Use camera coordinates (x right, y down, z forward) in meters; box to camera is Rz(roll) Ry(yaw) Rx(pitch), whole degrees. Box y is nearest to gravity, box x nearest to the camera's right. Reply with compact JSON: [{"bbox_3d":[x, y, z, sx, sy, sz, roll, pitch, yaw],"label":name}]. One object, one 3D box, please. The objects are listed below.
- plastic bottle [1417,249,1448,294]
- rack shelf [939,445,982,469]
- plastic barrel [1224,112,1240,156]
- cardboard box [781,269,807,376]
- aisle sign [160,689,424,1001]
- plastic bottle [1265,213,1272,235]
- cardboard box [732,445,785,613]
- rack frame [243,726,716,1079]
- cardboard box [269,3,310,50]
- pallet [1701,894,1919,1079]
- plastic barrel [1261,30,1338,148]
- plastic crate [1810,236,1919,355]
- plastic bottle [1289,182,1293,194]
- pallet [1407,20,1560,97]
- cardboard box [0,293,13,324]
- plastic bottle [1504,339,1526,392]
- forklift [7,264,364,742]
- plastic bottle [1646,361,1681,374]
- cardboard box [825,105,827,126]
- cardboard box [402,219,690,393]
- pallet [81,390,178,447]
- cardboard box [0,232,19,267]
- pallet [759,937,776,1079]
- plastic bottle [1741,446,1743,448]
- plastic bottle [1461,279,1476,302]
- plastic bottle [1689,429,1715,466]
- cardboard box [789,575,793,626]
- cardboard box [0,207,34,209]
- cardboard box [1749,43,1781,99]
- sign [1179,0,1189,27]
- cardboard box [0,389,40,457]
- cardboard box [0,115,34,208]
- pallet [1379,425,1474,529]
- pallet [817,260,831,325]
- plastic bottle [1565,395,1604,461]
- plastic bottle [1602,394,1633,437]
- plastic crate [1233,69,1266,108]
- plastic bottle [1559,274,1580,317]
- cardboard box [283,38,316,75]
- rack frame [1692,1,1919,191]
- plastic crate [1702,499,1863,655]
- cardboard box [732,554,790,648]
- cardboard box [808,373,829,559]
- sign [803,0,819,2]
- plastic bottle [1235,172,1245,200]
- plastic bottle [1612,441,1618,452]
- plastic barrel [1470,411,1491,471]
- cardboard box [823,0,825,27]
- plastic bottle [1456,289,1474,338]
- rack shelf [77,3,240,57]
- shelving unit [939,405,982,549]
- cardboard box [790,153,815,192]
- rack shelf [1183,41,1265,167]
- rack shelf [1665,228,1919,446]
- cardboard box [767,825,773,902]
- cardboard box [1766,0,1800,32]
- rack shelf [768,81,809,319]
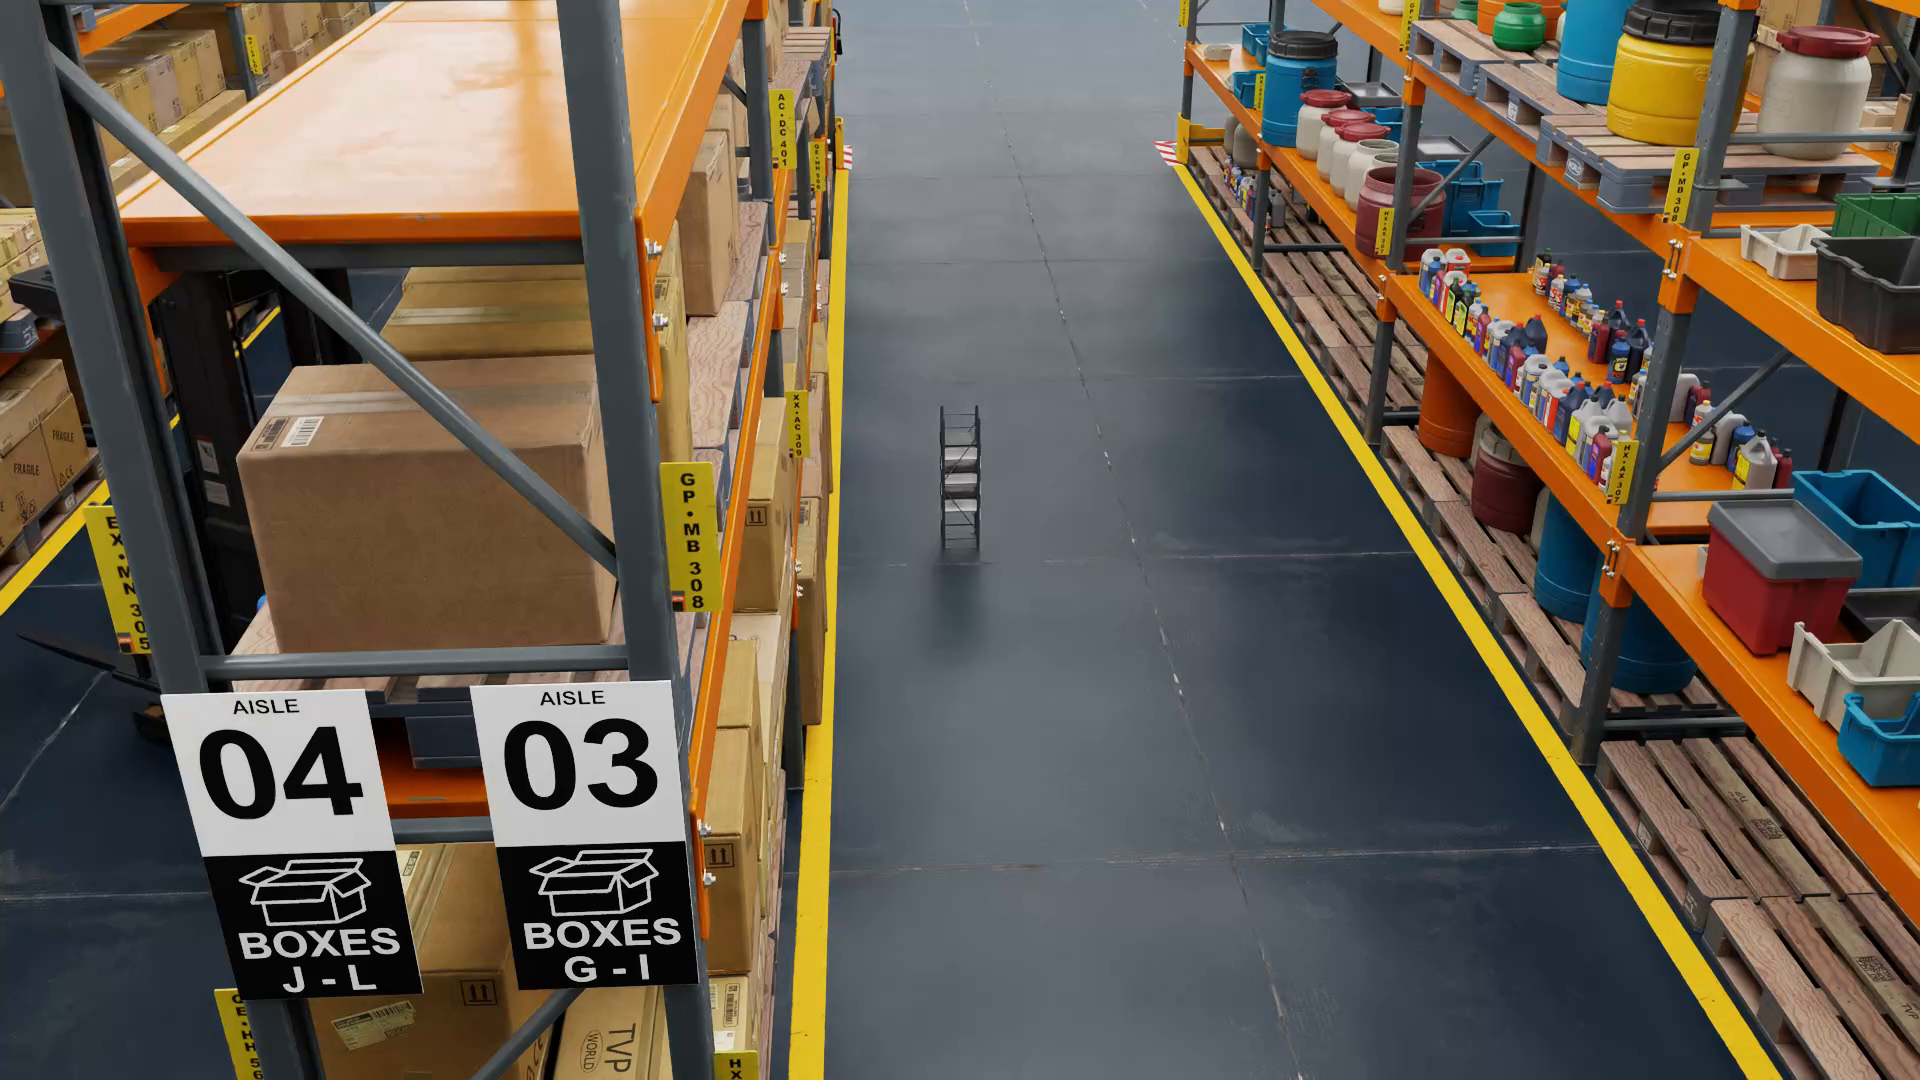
[{"bbox_3d":[3.153,-1.790,11.073,0.152,0.276,0.135,-1,28,-3],"label":"plastic bottle"},{"bbox_3d":[0.000,-0.525,10.467,0.258,0.077,0.200,-1,28,-3],"label":"rack shelf"},{"bbox_3d":[3.146,-4.529,18.425,0.421,0.512,0.421,0,28,0],"label":"plastic barrel"},{"bbox_3d":[-1.170,-1.286,9.863,0.500,0.500,0.500,-2,28,-4],"label":"cardboard box"},{"bbox_3d":[-1.371,0.649,3.451,0.394,0.787,0.004,-1,28,-3],"label":"aisle sign"},{"bbox_3d":[2.914,-3.015,15.837,0.097,0.201,0.097,0,28,0],"label":"plastic bottle"},{"bbox_3d":[-0.971,-0.047,6.626,0.500,0.500,0.500,-1,28,-2],"label":"cardboard box"},{"bbox_3d":[-1.076,1.761,4.130,1.000,3.000,0.127,-1,28,-3],"label":"rack frame"},{"bbox_3d":[-6.681,-4.928,15.625,0.875,0.550,0.550,-1,28,-3],"label":"cardboard box"},{"bbox_3d":[3.806,1.934,6.814,1.003,0.211,1.213,-1,28,-3],"label":"pallet"},{"bbox_3d":[2.962,-3.937,14.512,0.600,0.901,0.708,-1,28,-3],"label":"plastic barrel"},{"bbox_3d":[3.453,-0.898,6.125,0.497,0.269,0.590,-1,28,-3],"label":"plastic crate"},{"bbox_3d":[3.438,-3.672,17.096,0.097,0.201,0.097,0,28,0],"label":"plastic bottle"},{"bbox_3d":[3.395,-2.944,10.111,1.003,0.211,1.213,-1,28,-3],"label":"pallet"},{"bbox_3d":[-5.933,-1.370,9.950,0.380,0.149,0.250,-2,28,-3],"label":"cardboard box"},{"bbox_3d":[3.196,-1.005,9.559,0.061,0.283,0.133,-1,28,-3],"label":"plastic bottle"},{"bbox_3d":[-3.767,-0.426,8.398,3.031,2.935,1.130,12,30,22],"label":"forklift"},{"bbox_3d":[3.958,-0.908,9.382,0.152,0.276,0.135,-1,28,-3],"label":"plastic bottle"},{"bbox_3d":[-1.413,-3.892,15.240,0.380,0.149,0.250,-1,28,-3],"label":"cardboard box"},{"bbox_3d":[-1.141,-0.583,4.710,0.700,0.500,0.500,-3,28,-6],"label":"cardboard box"},{"bbox_3d":[-6.418,-0.990,12.420,1.003,0.211,1.213,-1,28,-3],"label":"pallet"},{"bbox_3d":[-5.944,-1.747,10.030,0.380,0.149,0.250,-1,28,-1],"label":"cardboard box"},{"bbox_3d":[-1.256,2.068,6.557,1.003,0.211,1.213,-1,28,-3],"label":"pallet"},{"bbox_3d":[4.037,-0.412,8.511,0.097,0.201,0.097,0,28,0],"label":"plastic bottle"},{"bbox_3d":[3.216,-1.522,10.564,0.097,0.271,0.097,0,28,0],"label":"plastic bottle"},{"bbox_3d":[3.875,-0.498,8.676,0.097,0.201,0.097,0,28,0],"label":"plastic bottle"},{"bbox_3d":[-0.928,0.277,7.247,0.380,0.149,0.250,-1,28,-2],"label":"cardboard box"},{"bbox_3d":[-6.206,-2.119,11.460,0.500,0.500,0.500,-1,28,-2],"label":"cardboard box"},{"bbox_3d":[8.127,-4.511,16.047,0.700,0.500,0.500,-2,28,-3],"label":"cardboard box"},{"bbox_3d":[2.486,-5.859,18.441,0.100,0.325,0.005,-1,28,-3],"label":"sign"},{"bbox_3d":[-6.117,-0.728,10.341,0.500,0.250,0.500,-1,28,-2],"label":"cardboard box"},{"bbox_3d":[-6.465,-2.556,11.217,0.700,0.500,0.500,-2,28,-3],"label":"cardboard box"},{"bbox_3d":[3.536,-0.454,11.391,1.003,0.211,1.213,-1,28,-3],"label":"pallet"},{"bbox_3d":[-1.660,-2.185,14.711,1.003,0.211,1.213,-1,28,-3],"label":"pallet"},{"bbox_3d":[3.287,-0.601,8.711,0.144,0.351,0.185,-1,28,-3],"label":"plastic bottle"},{"bbox_3d":[3.431,-0.604,8.718,0.144,0.351,0.185,-1,28,-3],"label":"plastic bottle"},{"bbox_3d":[2.915,-4.339,15.986,0.499,0.251,0.616,-1,28,-3],"label":"plastic crate"},{"bbox_3d":[3.910,-1.569,10.654,0.097,0.271,0.097,0,28,0],"label":"plastic bottle"},{"bbox_3d":[-6.654,-4.450,15.876,0.875,0.550,0.550,-1,28,-3],"label":"cardboard box"},{"bbox_3d":[3.662,-2.866,6.514,1.000,3.000,0.127,-1,28,-3],"label":"rack frame"},{"bbox_3d":[3.458,0.158,7.070,0.402,0.464,0.583,-1,28,-3],"label":"plastic crate"},{"bbox_3d":[-0.970,0.285,6.801,0.500,0.250,0.500,-1,28,-1],"label":"cardboard box"},{"bbox_3d":[-1.439,-0.447,10.206,1.225,0.875,0.875,-1,28,-2],"label":"cardboard box"},{"bbox_3d":[-0.939,-3.537,10.400,0.100,0.325,0.005,-1,28,-3],"label":"sign"},{"bbox_3d":[2.852,-3.590,16.864,0.097,0.271,0.097,0,28,0],"label":"plastic bottle"},{"bbox_3d":[3.339,-0.408,8.503,0.097,0.201,0.097,0,28,0],"label":"plastic bottle"},{"bbox_3d":[3.614,-0.652,10.993,0.421,0.512,0.421,0,28,0],"label":"plastic barrel"},{"bbox_3d":[-1.499,-4.845,15.285,0.500,0.500,0.500,-1,28,-3],"label":"cardboard box"},{"bbox_3d":[3.150,-1.410,10.337,0.061,0.283,0.133,-1,28,-3],"label":"plastic bottle"},{"bbox_3d":[-6.556,-3.795,12.317,1.077,0.370,4.000,-1,28,-3],"label":"rack shelf"},{"bbox_3d":[0.000,-0.395,10.535,0.258,0.900,0.210,-1,28,-3],"label":"shelving unit"},{"bbox_3d":[-1.351,-2.833,12.646,0.500,0.250,0.500,-2,28,-4],"label":"cardboard box"},{"bbox_3d":[3.140,-4.505,16.922,1.077,0.370,4.000,-1,28,-3],"label":"rack shelf"},{"bbox_3d":[3.766,-0.293,5.603,1.077,0.370,4.000,-1,28,-3],"label":"rack shelf"},{"bbox_3d":[-0.834,1.107,5.656,0.380,0.149,0.250,-2,28,-3],"label":"cardboard box"},{"bbox_3d":[8.134,-5.076,15.727,0.700,0.500,0.500,-1,28,-3],"label":"cardboard box"},{"bbox_3d":[-1.389,-2.021,8.915,1.077,0.370,4.000,-1,28,-3],"label":"rack shelf"}]
